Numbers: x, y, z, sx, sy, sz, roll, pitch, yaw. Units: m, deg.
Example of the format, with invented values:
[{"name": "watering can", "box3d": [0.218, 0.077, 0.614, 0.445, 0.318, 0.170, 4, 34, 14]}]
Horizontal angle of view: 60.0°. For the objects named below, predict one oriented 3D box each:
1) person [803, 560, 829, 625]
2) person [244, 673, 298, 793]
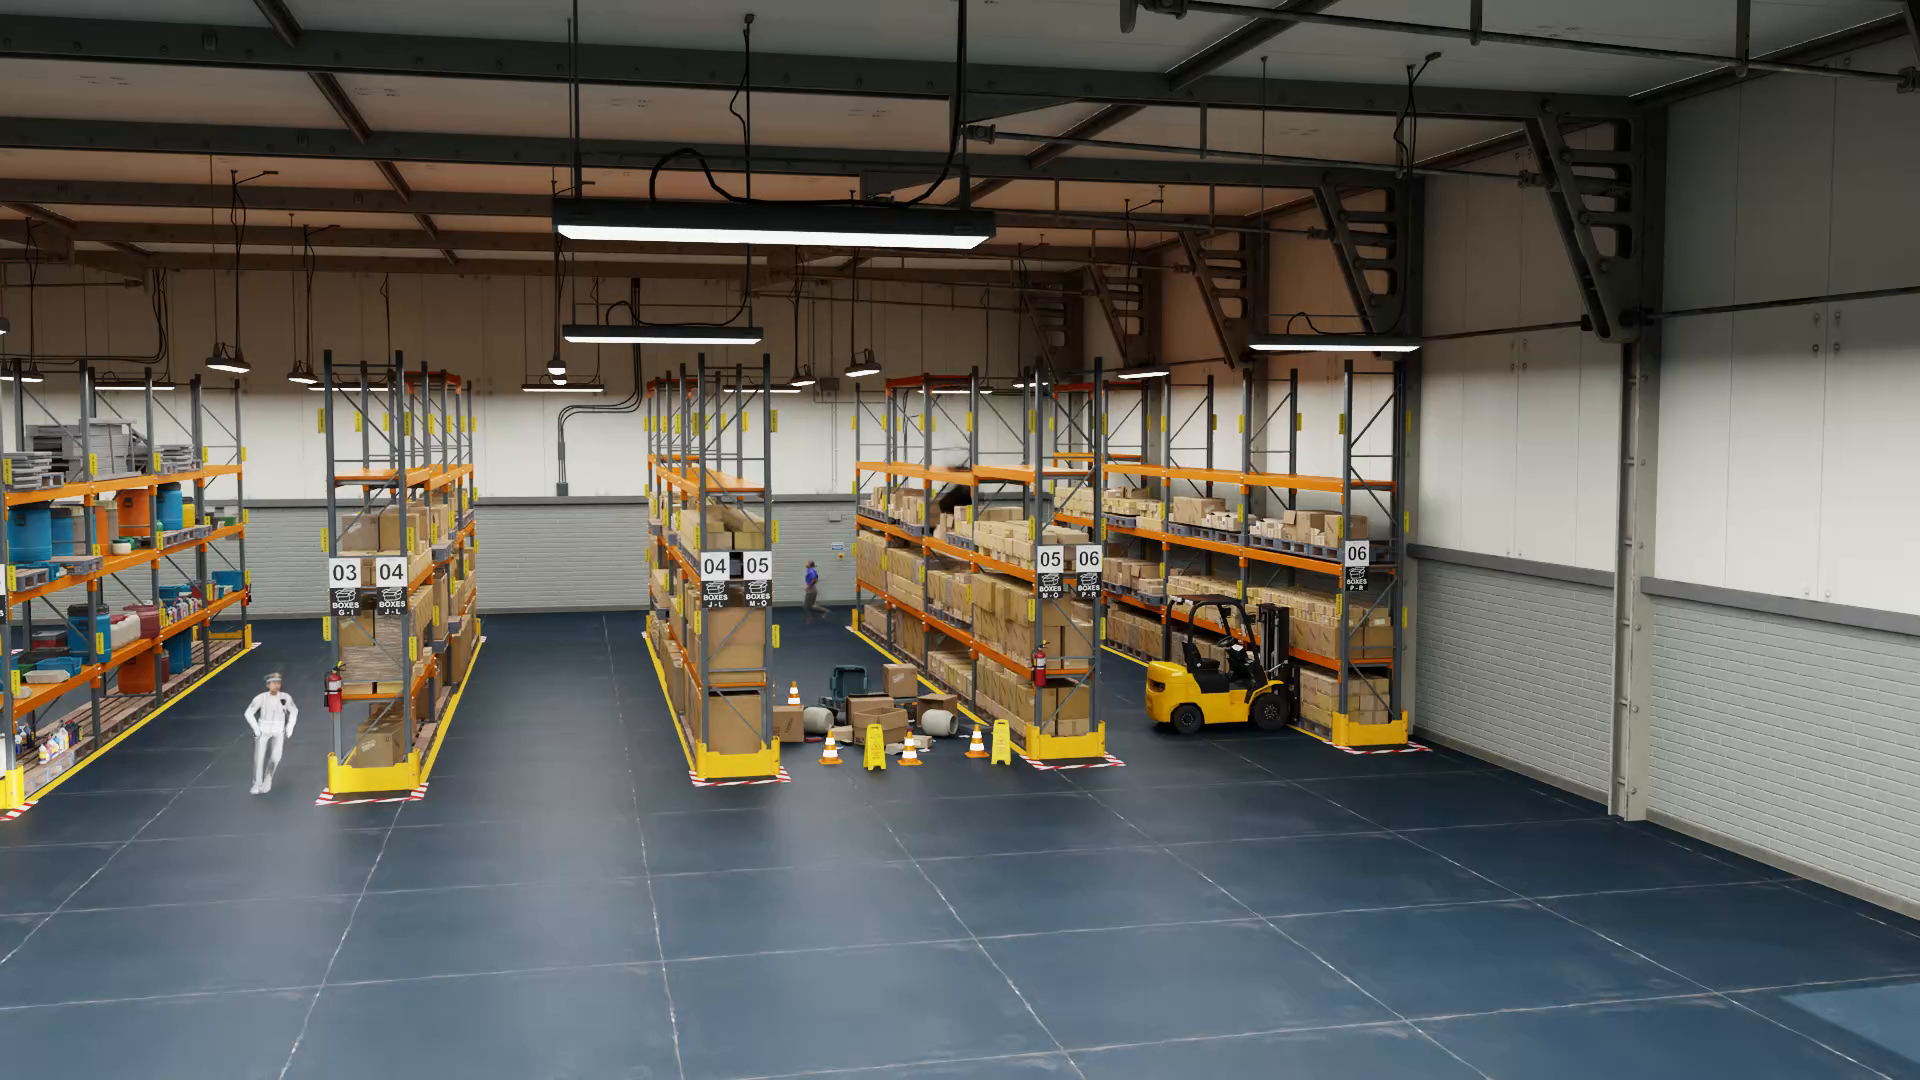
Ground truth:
[{"name": "person", "box3d": [-3.596, 1.318, 41.484, 0.670, 1.659, 0.589, 0, 4, 0]}, {"name": "person", "box3d": [-9.310, 2.612, 22.508, 0.676, 1.632, 0.550, -2, 4, -25]}]
